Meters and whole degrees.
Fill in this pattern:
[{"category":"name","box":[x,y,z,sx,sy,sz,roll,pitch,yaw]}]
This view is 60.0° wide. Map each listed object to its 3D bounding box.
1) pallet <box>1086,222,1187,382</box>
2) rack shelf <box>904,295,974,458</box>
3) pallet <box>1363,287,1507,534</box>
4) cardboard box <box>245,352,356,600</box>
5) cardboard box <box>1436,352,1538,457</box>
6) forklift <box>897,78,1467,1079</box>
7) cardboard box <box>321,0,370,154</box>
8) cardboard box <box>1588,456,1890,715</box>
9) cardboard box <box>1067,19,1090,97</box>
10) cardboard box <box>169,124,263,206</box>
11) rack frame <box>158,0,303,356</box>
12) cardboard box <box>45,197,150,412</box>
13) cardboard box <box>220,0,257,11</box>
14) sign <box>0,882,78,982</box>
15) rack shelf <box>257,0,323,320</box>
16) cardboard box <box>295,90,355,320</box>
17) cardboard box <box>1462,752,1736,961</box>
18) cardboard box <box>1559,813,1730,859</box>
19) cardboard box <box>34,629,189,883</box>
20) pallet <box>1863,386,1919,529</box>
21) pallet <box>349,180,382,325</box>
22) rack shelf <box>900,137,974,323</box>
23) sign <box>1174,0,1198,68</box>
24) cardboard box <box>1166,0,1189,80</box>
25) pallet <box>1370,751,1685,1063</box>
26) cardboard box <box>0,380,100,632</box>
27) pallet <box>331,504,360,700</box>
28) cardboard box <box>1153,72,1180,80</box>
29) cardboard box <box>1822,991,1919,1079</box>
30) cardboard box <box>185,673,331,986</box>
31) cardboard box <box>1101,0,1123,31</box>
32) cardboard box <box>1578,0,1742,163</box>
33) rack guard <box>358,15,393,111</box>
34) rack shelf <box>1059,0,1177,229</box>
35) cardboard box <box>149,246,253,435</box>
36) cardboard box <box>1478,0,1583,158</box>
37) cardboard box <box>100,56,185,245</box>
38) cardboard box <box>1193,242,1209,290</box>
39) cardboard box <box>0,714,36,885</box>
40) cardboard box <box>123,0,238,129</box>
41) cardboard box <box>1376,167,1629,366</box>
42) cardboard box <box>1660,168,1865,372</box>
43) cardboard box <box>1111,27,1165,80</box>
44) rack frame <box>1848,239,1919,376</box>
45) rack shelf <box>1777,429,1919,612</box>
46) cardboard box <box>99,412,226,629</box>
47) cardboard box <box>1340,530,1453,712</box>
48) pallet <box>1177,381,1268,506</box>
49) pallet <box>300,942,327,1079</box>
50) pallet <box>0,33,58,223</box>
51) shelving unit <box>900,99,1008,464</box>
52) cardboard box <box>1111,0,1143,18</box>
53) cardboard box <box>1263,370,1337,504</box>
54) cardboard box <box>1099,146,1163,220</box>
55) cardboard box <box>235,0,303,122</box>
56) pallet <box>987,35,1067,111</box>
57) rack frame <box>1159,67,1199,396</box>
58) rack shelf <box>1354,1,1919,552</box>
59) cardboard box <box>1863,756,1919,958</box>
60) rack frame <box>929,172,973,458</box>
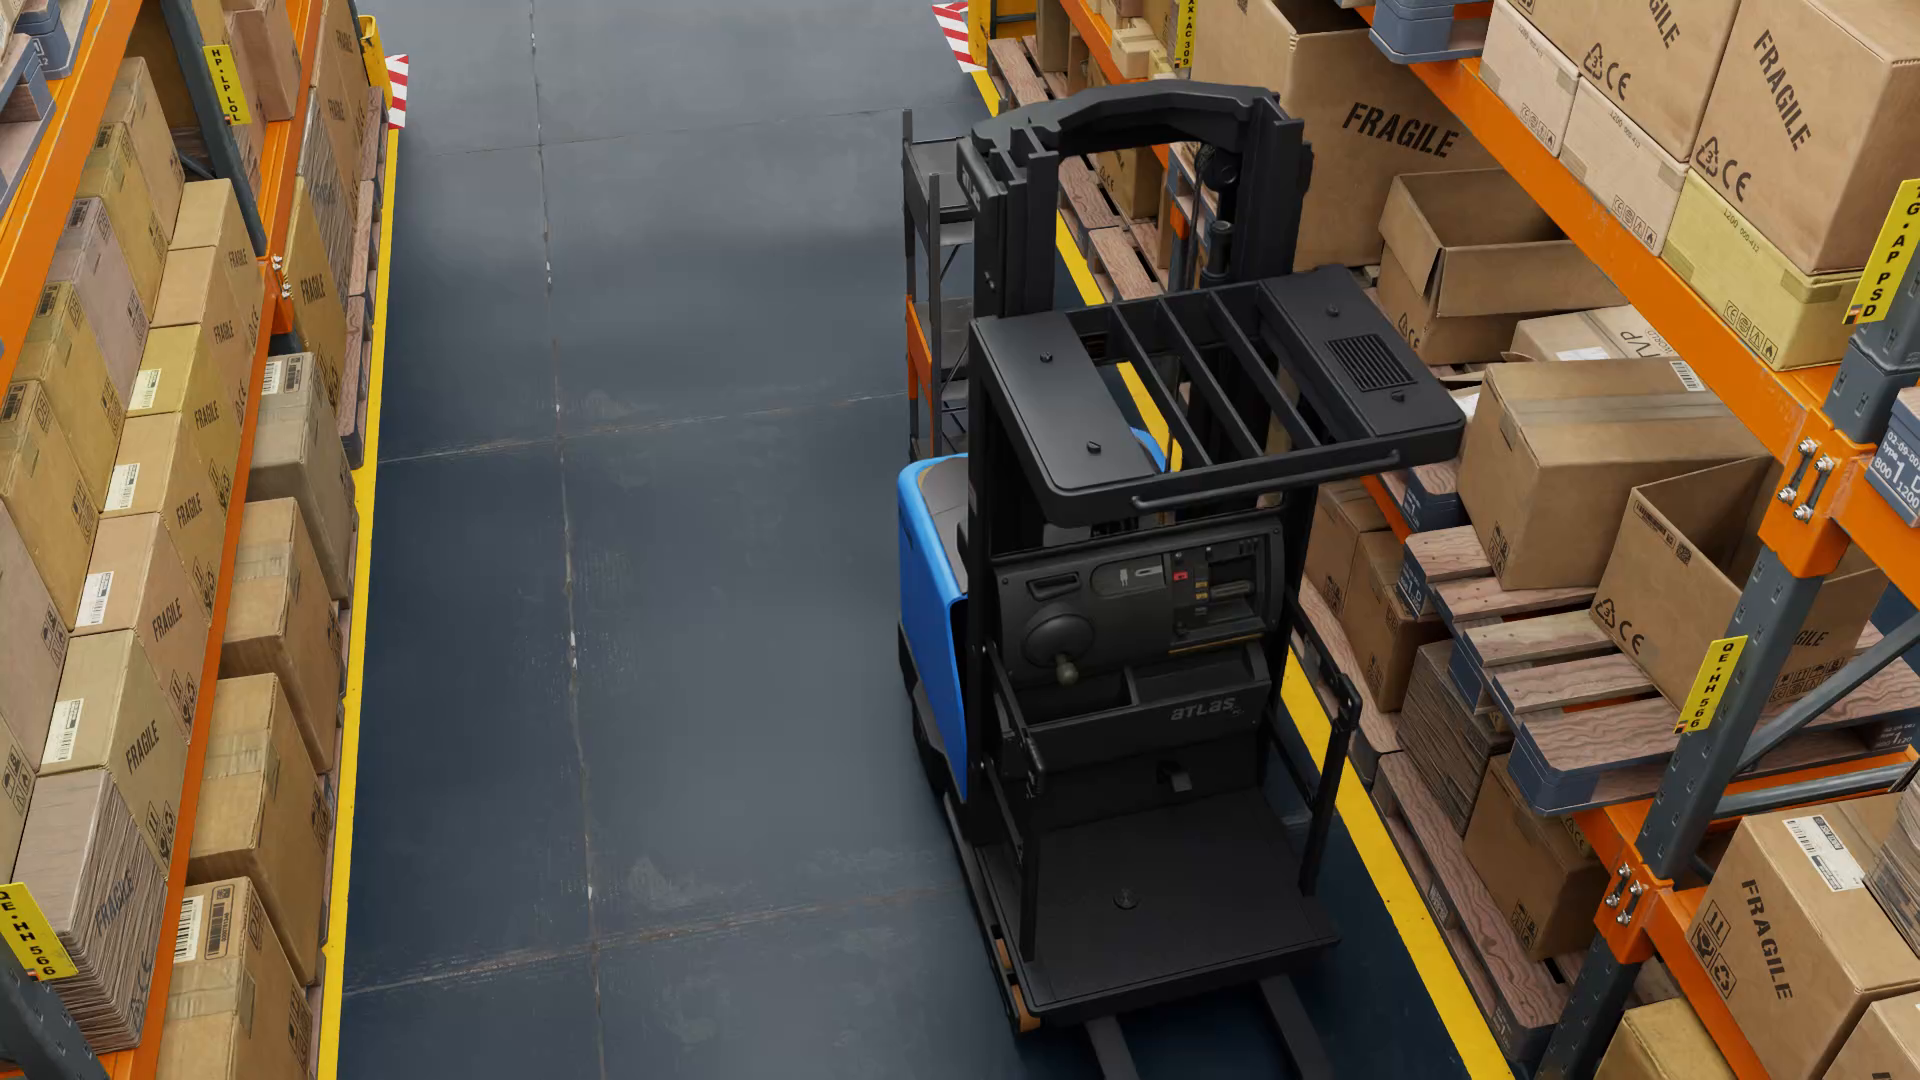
[{"category":"pallet","box":[1.318,-1.305,8.843,1.003,0.211,1.213,-8,42,-9]},{"category":"rack shelf","box":[0.036,-0.668,6.723,0.431,0.518,0.480,-8,42,-9]},{"category":"pallet","box":[1.893,-0.530,6.014,1.003,0.211,1.213,-8,42,-9]},{"category":"cardboard box","box":[-3.146,-0.198,6.874,1.050,0.750,0.750,-9,42,-10]},{"category":"cardboard box","box":[1.737,-0.473,5.591,0.396,0.266,0.258,-9,42,-10]},{"category":"forklift","box":[0.626,0.279,5.009,1.130,2.935,3.031,-10,43,-11]},{"category":"cardboard box","box":[-4.020,-2.797,9.708,0.875,0.875,0.875,-8,42,-9]},{"category":"cardboard box","box":[2.205,0.137,4.726,0.500,0.500,0.500,-13,43,-15]},{"category":"cardboard box","box":[0.915,-2.943,10.154,0.500,0.500,0.500,2,42,2]},{"category":"cardboard box","box":[-3.459,-1.566,6.923,0.875,0.550,0.550,-8,42,-9]},{"category":"rack frame","box":[-3.368,-1.272,6.705,1.000,3.000,0.127,-8,42,-9]},{"category":"cardboard box","box":[-3.033,-0.702,5.234,0.700,0.500,0.500,-8,42,-9]},{"category":"cardboard box","box":[-3.628,-2.686,7.371,0.875,0.550,0.550,-8,42,-9]},{"category":"sign","box":[-1.976,0.833,3.521,0.100,0.325,0.005,-8,42,-9]},{"category":"rack shelf","box":[-3.799,-2.299,8.405,1.077,0.370,4.000,-8,42,-9]},{"category":"cardboard box","box":[-3.633,-1.636,8.399,0.875,0.875,0.875,-8,42,-9]},{"category":"cardboard box","box":[2.197,1.014,5.681,0.700,0.500,0.500,-10,43,-12]},{"category":"cardboard box","box":[2.187,0.735,5.430,0.500,0.250,0.500,-7,42,-8]},{"category":"cardboard box","box":[-2.450,0.624,4.493,0.500,0.500,0.500,-9,42,-10]},{"category":"pallet","box":[2.551,0.034,3.117,1.213,0.211,1.003,-7,42,-7]},{"category":"pallet","box":[-3.722,-1.526,9.092,1.003,0.211,1.213,-8,42,-9]},{"category":"rack shelf","box":[0.036,-1.191,6.258,0.431,0.518,0.480,-8,42,-9]},{"category":"sign","box":[0.969,-2.158,7.052,0.100,0.325,0.005,-8,42,-9]},{"category":"cardboard box","box":[1.461,-2.366,7.639,0.875,0.500,0.500,-8,42,-9]},{"category":"pallet","box":[2.193,1.212,6.008,1.003,0.211,1.213,-8,42,-9]},{"category":"cardboard box","box":[-2.815,-0.043,4.492,0.700,0.500,0.500,-9,42,-10]},{"category":"pallet","box":[-3.127,0.260,7.080,1.003,0.211,1.213,-8,42,-9]},{"category":"cardboard box","box":[1.119,-2.084,7.809,0.380,0.149,0.250,-8,42,-9]},{"category":"cardboard box","box":[2.314,1.326,3.703,0.500,0.500,0.500,-9,42,-10]},{"category":"cardboard box","box":[-2.740,1.031,5.489,1.050,0.750,0.750,-8,42,-9]},{"category":"cardboard box","box":[0.942,-2.738,8.546,0.380,0.149,0.250,-8,42,-9]},{"category":"cardboard box","box":[1.892,-1.275,3.997,0.500,0.500,0.500,-8,42,-9]},{"category":"rack guard","box":[-4.236,-2.946,10.474,1.175,0.500,0.348,-8,42,-9]},{"category":"rack shelf","box":[1.066,-2.945,9.131,1.077,0.370,4.000,-8,42,-9]},{"category":"cardboard box","box":[-2.885,-0.682,5.965,0.500,0.500,0.500,-9,42,-10]},{"category":"cardboard box","box":[1.793,-1.309,4.600,0.500,0.250,0.500,-7,42,-8]},{"category":"cardboard box","box":[-3.255,-1.362,5.979,0.700,0.500,0.500,-9,42,-10]},{"category":"cardboard box","box":[1.450,-1.405,8.421,0.500,0.500,0.500,-10,42,-11]},{"category":"cardboard box","box":[-2.591,0.617,3.749,0.700,0.500,0.500,-9,42,-10]},{"category":"cardboard box","box":[-3.414,-1.976,6.572,0.875,0.550,0.550,-8,42,-9]},{"category":"cardboard box","box":[1.962,-1.003,6.007,0.797,0.503,0.637,-4,42,-5]},{"category":"cardboard box","box":[2.019,-0.663,3.873,0.500,0.250,0.500,-8,42,-9]},{"category":"cardboard box","box":[0.961,-2.401,8.166,0.380,0.149,0.250,-8,42,-9]},{"category":"rack frame","box":[2.361,-1.568,2.520,1.000,3.000,0.127,-8,42,-9]},{"category":"rack shelf","box":[2.792,1.119,2.294,1.077,0.370,4.000,-8,42,-9]},{"category":"cardboard box","box":[-2.664,-0.026,5.226,0.500,0.500,0.500,-9,42,-10]},{"category":"cardboard box","box":[1.935,0.290,6.497,0.700,0.500,0.500,-5,42,-6]},{"category":"pallet","box":[1.667,-0.370,7.790,1.003,0.211,1.213,-8,42,-9]},{"category":"pallet","box":[-2.601,1.842,5.298,1.003,0.211,1.213,-8,42,-9]},{"category":"pallet","box":[-2.939,-0.865,4.129,1.003,0.211,1.213,-7,42,-7]},{"category":"shelving unit","box":[0.036,-0.678,6.714,0.431,2.100,0.503,-8,42,-9]},{"category":"cardboard box","box":[1.181,-3.005,8.358,0.875,0.500,0.500,-8,42,-9]},{"category":"cardboard box","box":[1.693,-0.434,7.313,0.700,0.500,0.500,-9,42,-10]},{"category":"cardboard box","box":[1.108,-2.166,9.279,0.500,0.500,0.500,-12,43,-13]},{"category":"cardboard box","box":[-3.601,-2.286,7.734,0.875,0.550,0.550,-8,42,-9]},{"category":"pallet","box":[0.791,-2.886,10.624,1.003,0.211,1.213,-8,42,-9]},{"category":"rack frame","box":[1.497,-1.917,7.432,1.000,3.000,0.127,-8,42,-9]},{"category":"rack shelf","box":[1.929,-1.474,5.215,1.077,0.370,4.000,-8,42,-9]},{"category":"cardboard box","box":[2.503,0.739,3.608,0.797,0.503,0.637,-7,42,-8]},{"category":"rack frame","box":[0.088,-0.520,6.536,0.400,2.100,0.015,-8,42,-9]}]
